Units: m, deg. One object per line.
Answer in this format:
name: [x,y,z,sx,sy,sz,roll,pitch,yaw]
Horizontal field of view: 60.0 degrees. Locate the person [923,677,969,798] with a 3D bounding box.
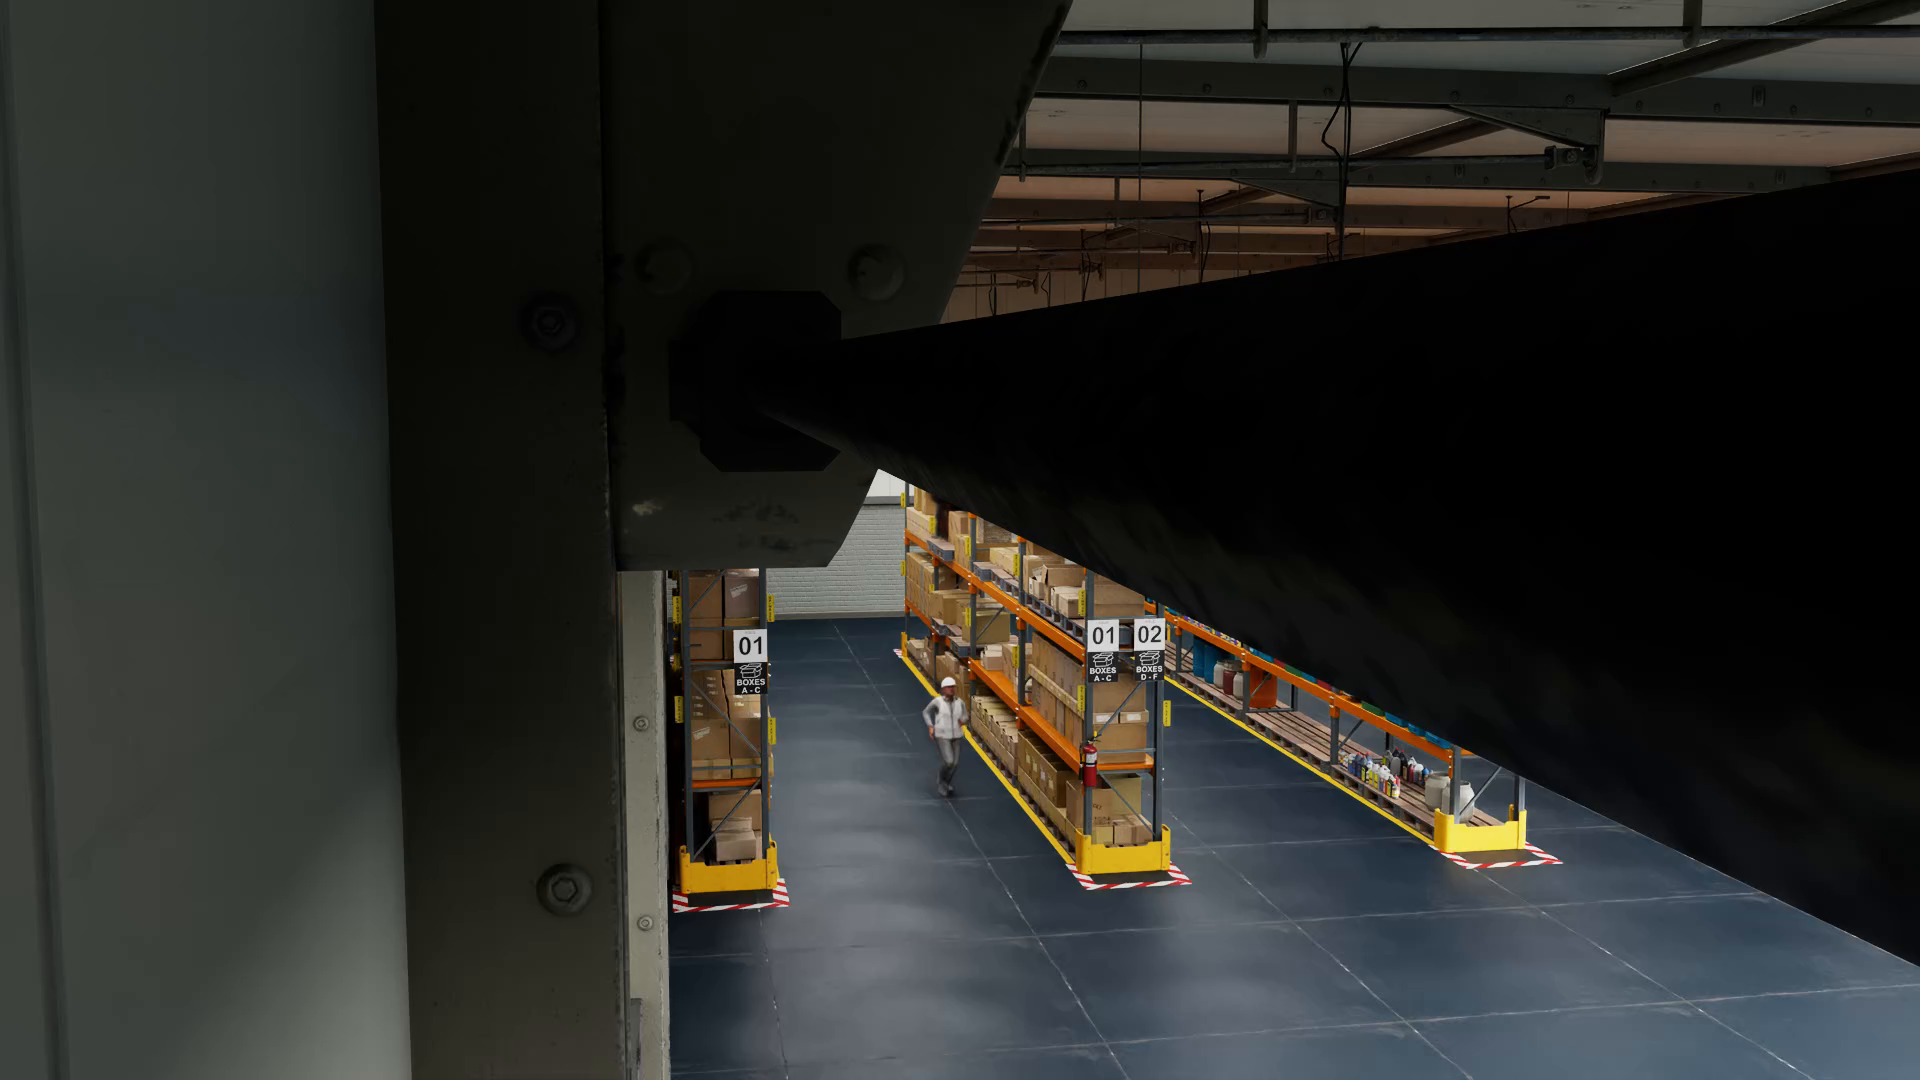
person: [-0.163,2.910,24.541,0.629,1.771,0.693,-3,6,-24]
